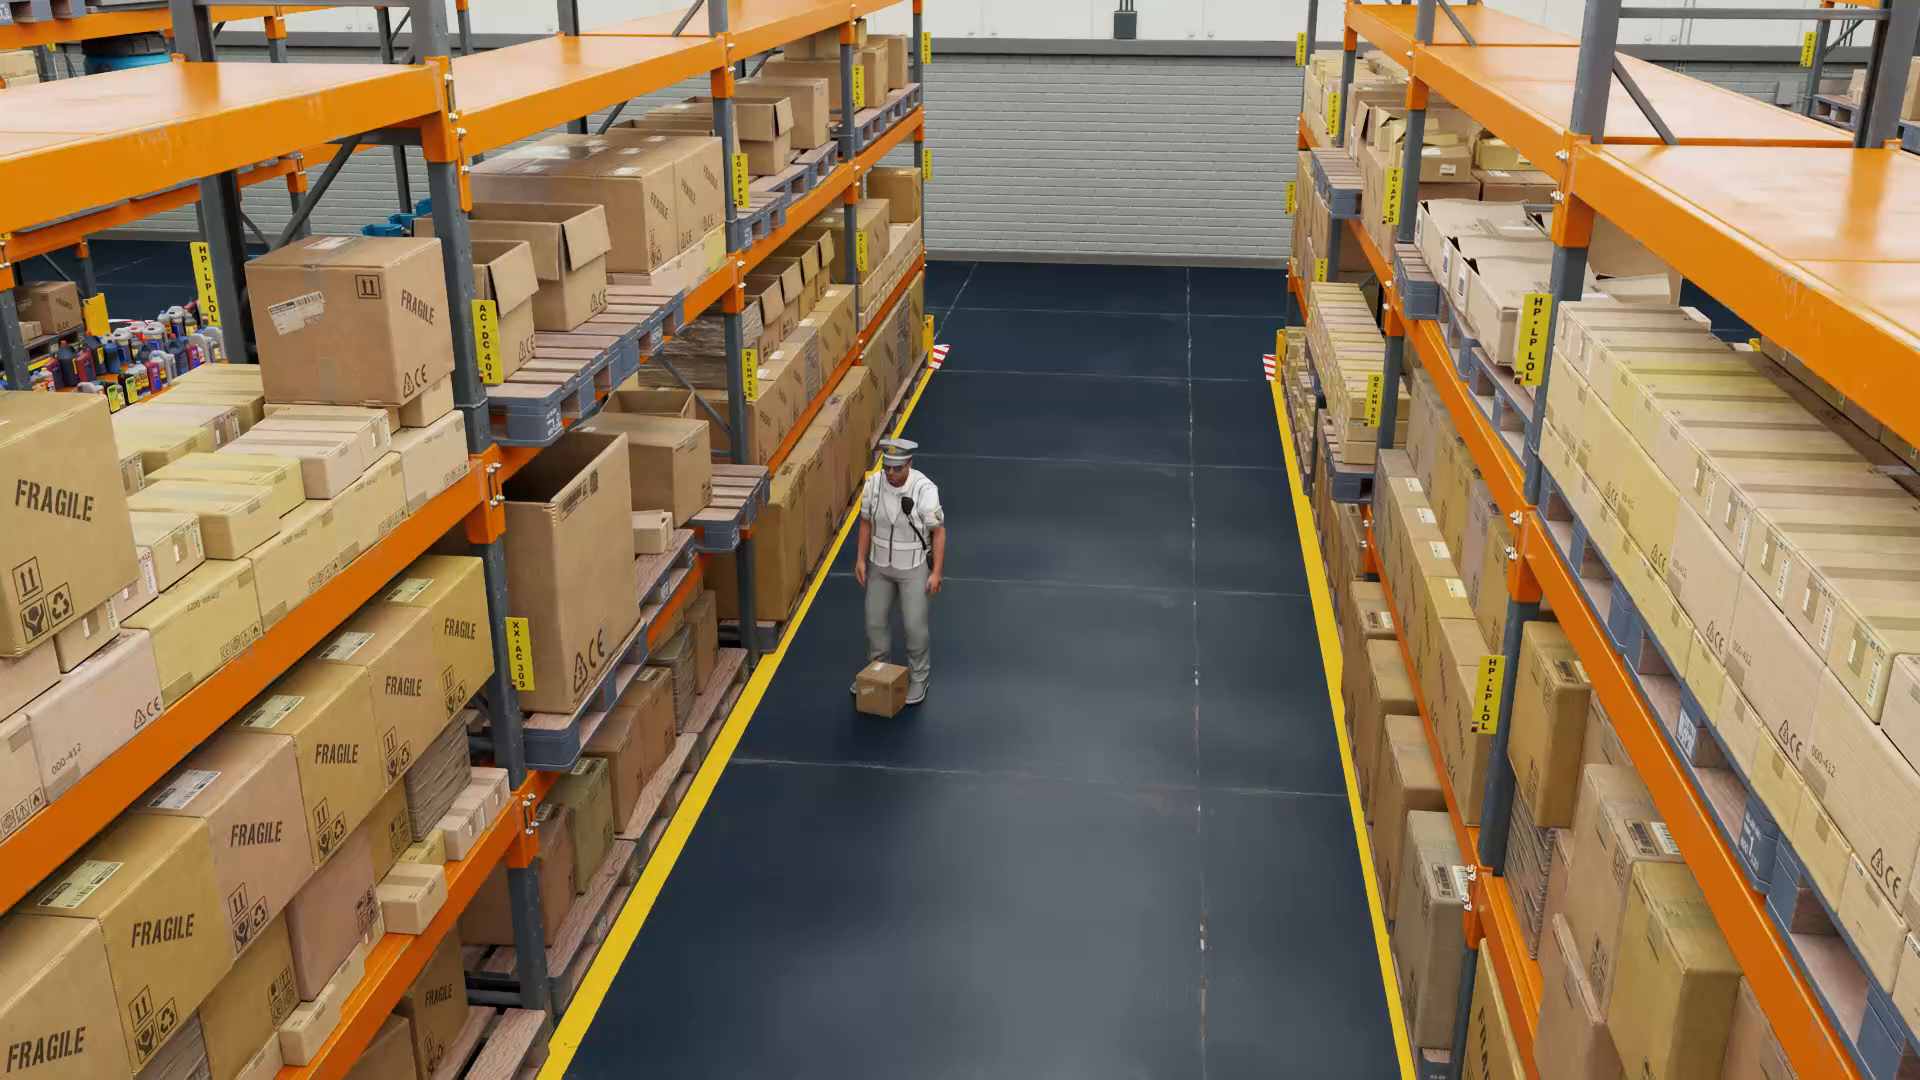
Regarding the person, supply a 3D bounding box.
[{"bbox_3d":[-0.382,0.166,10.638,0.606,1.748,0.430,8,23,20],"label":"person"}]
